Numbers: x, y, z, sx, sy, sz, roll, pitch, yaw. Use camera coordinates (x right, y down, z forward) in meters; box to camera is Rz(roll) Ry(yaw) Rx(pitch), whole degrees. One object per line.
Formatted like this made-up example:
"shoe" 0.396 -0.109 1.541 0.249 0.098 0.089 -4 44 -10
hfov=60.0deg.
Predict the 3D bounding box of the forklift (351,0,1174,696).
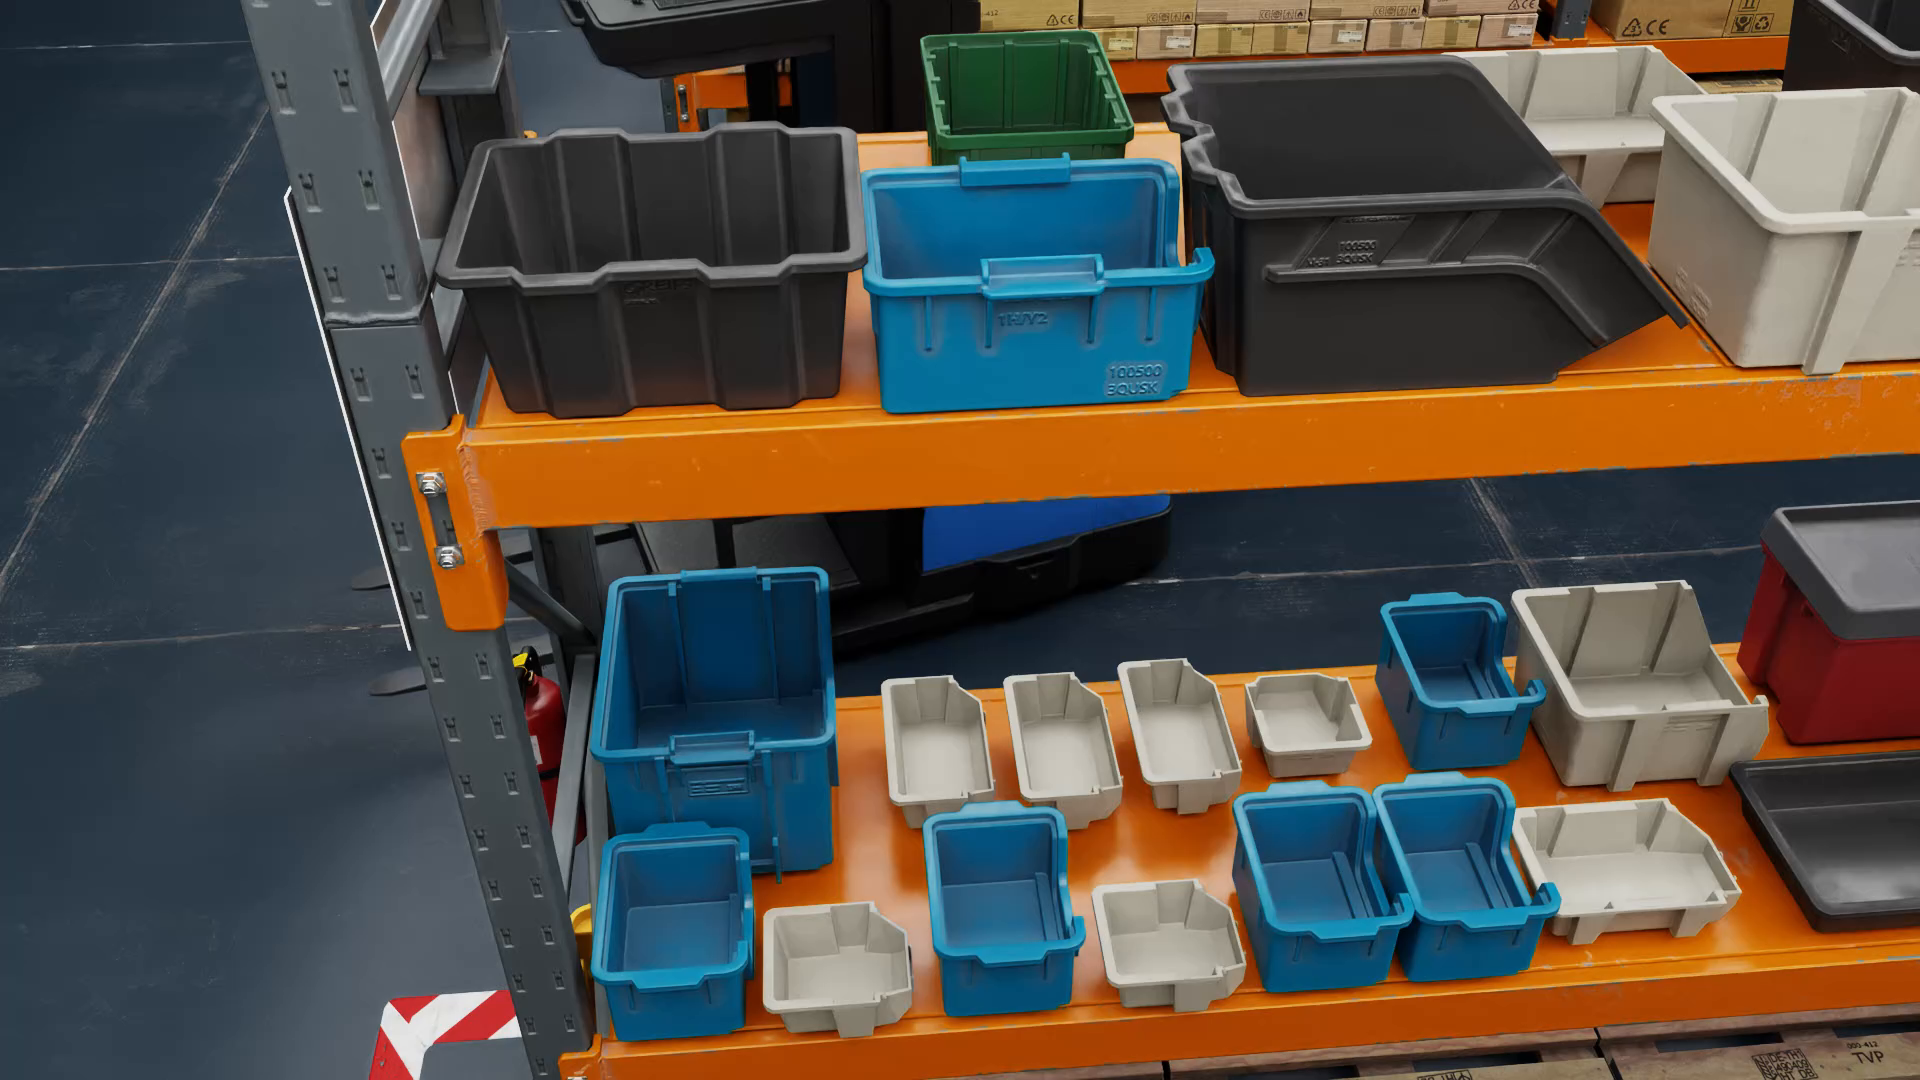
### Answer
"forklift" -0.742 -0.980 5.625 3.031 2.935 1.130 -14 40 -17

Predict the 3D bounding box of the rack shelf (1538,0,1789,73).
"rack shelf" 4.691 -2.525 8.109 4.000 0.370 1.077 -3 38 -4

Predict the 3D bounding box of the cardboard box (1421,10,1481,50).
"cardboard box" 2.167 -2.366 7.529 0.250 0.149 0.380 -2 38 -3

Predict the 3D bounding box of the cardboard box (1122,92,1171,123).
"cardboard box" 1.138 -1.992 8.229 0.875 0.875 0.875 -3 38 -4

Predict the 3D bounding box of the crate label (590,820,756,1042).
"crate label" -0.572 0.810 3.389 0.303 0.233 0.416 -3 38 -4

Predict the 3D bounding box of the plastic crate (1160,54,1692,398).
"plastic crate" 0.699 -0.489 2.577 0.767 0.338 0.504 -3 38 -4

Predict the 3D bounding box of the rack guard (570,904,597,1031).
"rack guard" -0.870 1.569 4.358 0.348 0.500 1.175 -3 38 -4

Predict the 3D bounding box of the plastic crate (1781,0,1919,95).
"plastic crate" 1.876 -0.869 3.113 0.590 0.269 0.497 -3 38 -4

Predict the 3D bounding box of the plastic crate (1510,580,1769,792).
"plastic crate" 1.600 0.352 3.930 0.530 0.282 0.437 -3 38 -4

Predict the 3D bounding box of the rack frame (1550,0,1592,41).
"rack frame" 2.699 -2.697 7.747 0.127 3.000 1.000 -3 38 -4

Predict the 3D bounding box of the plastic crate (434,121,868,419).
"plastic crate" -0.439 -0.397 2.516 0.590 0.269 0.497 -3 38 -4

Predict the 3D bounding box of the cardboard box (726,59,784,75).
"cardboard box" -0.903 -2.195 7.313 0.250 0.149 0.380 -3 38 -3

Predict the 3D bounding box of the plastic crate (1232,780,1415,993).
"plastic crate" 0.740 0.738 3.480 0.300 0.233 0.416 -3 38 -4

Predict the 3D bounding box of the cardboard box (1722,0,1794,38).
"cardboard box" 3.680 -2.636 7.588 0.500 0.500 0.500 -3 38 -4

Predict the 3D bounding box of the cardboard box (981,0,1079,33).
"cardboard box" 0.235 -2.453 7.319 0.500 0.250 0.500 -4 38 -5

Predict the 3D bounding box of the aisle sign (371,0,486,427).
"aisle sign" -0.944 -0.619 3.015 0.004 0.787 0.394 -3 38 -4

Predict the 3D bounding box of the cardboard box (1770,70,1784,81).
"cardboard box" 4.224 -2.125 8.398 0.875 0.875 1.225 -4 38 -6

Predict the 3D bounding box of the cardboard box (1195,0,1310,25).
"cardboard box" 1.259 -2.511 7.392 0.500 0.250 0.500 -2 38 -3

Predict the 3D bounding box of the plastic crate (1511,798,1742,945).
"plastic crate" 1.430 0.720 3.581 0.466 0.136 0.293 -3 38 -4

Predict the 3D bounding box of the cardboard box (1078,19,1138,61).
"cardboard box" 0.629 -2.280 7.421 0.250 0.149 0.380 -4 38 -5

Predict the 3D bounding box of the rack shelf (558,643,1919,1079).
"rack shelf" 1.145 0.751 3.958 4.000 0.370 1.077 -3 38 -4

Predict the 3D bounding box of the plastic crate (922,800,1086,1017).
"plastic crate" 0.084 0.774 3.435 0.300 0.233 0.416 -3 38 -4

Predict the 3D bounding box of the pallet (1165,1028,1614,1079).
"pallet" 1.190 1.586 4.569 1.213 0.211 1.003 -3 38 -4

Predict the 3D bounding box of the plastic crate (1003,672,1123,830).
"plastic crate" 0.239 0.495 3.866 0.243 0.136 0.396 -3 38 -4

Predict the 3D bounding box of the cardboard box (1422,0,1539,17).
"cardboard box" 2.282 -2.569 7.465 0.500 0.250 0.500 -4 38 -5

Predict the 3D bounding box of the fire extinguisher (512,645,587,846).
"fire extinguisher" -1.037 0.483 4.080 0.183 0.674 0.296 -3 38 -4

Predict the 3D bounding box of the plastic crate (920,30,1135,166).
"plastic crate" 0.110 -0.747 3.024 0.336 0.188 0.450 -3 38 -4

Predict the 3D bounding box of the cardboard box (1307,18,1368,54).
"cardboard box" 1.656 -2.338 7.494 0.250 0.149 0.380 -2 38 -3

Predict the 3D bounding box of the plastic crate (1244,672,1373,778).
"plastic crate" 0.808 0.437 3.940 0.250 0.136 0.298 -3 38 -4

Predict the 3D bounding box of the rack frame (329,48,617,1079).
"rack frame" -0.847 0.578 3.596 0.127 3.000 1.000 -3 38 -4

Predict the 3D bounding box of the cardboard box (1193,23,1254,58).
"cardboard box" 1.144 -2.309 7.458 0.250 0.149 0.380 -4 38 -5

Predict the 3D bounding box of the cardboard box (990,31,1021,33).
"cardboard box" 0.121 -2.253 7.386 0.250 0.149 0.380 -4 38 -5
